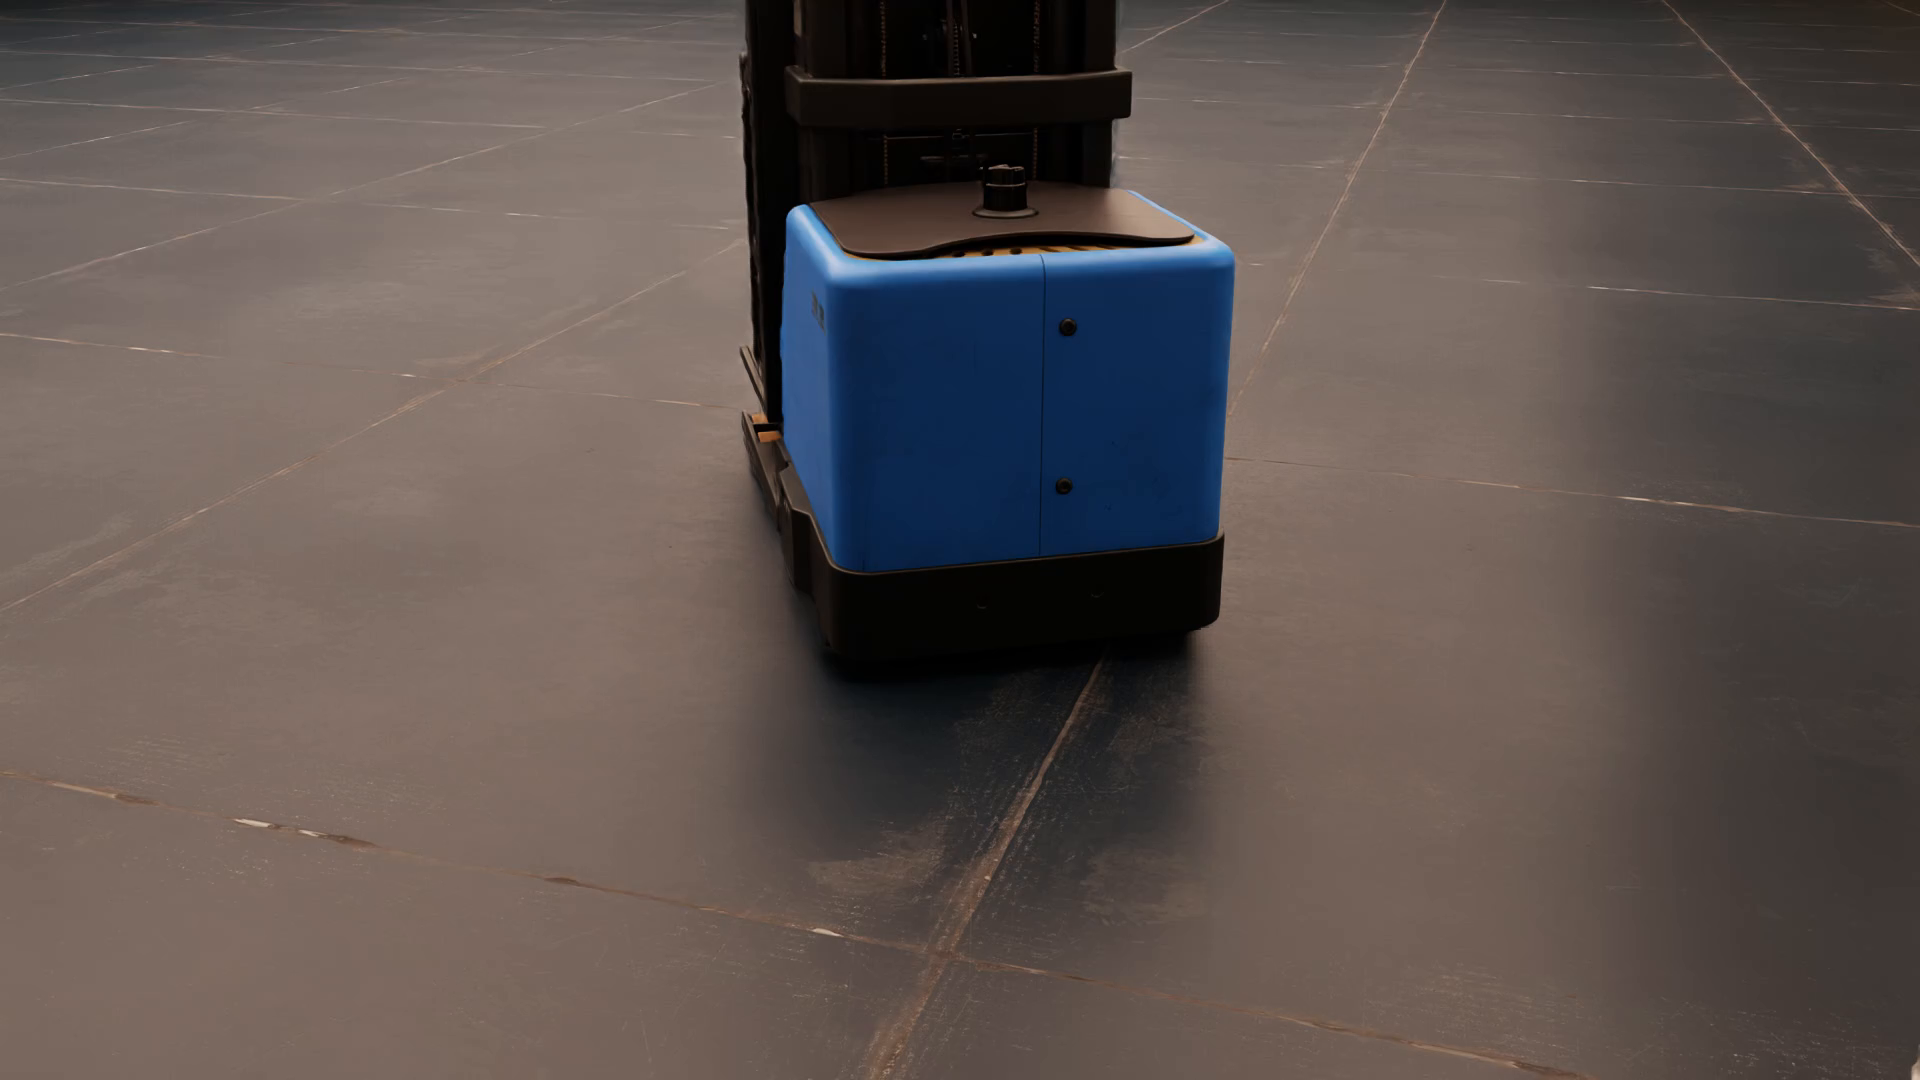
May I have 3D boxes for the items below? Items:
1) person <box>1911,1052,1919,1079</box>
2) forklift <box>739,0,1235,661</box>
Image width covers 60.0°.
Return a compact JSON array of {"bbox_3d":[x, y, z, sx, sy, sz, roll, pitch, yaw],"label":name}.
[{"bbox_3d":[1.700,0.219,2.273,0.433,1.772,0.665,-19,29,-38],"label":"person"},{"bbox_3d":[-0.139,-1.582,5.111,1.130,2.935,3.031,-5,23,-12],"label":"forklift"}]
